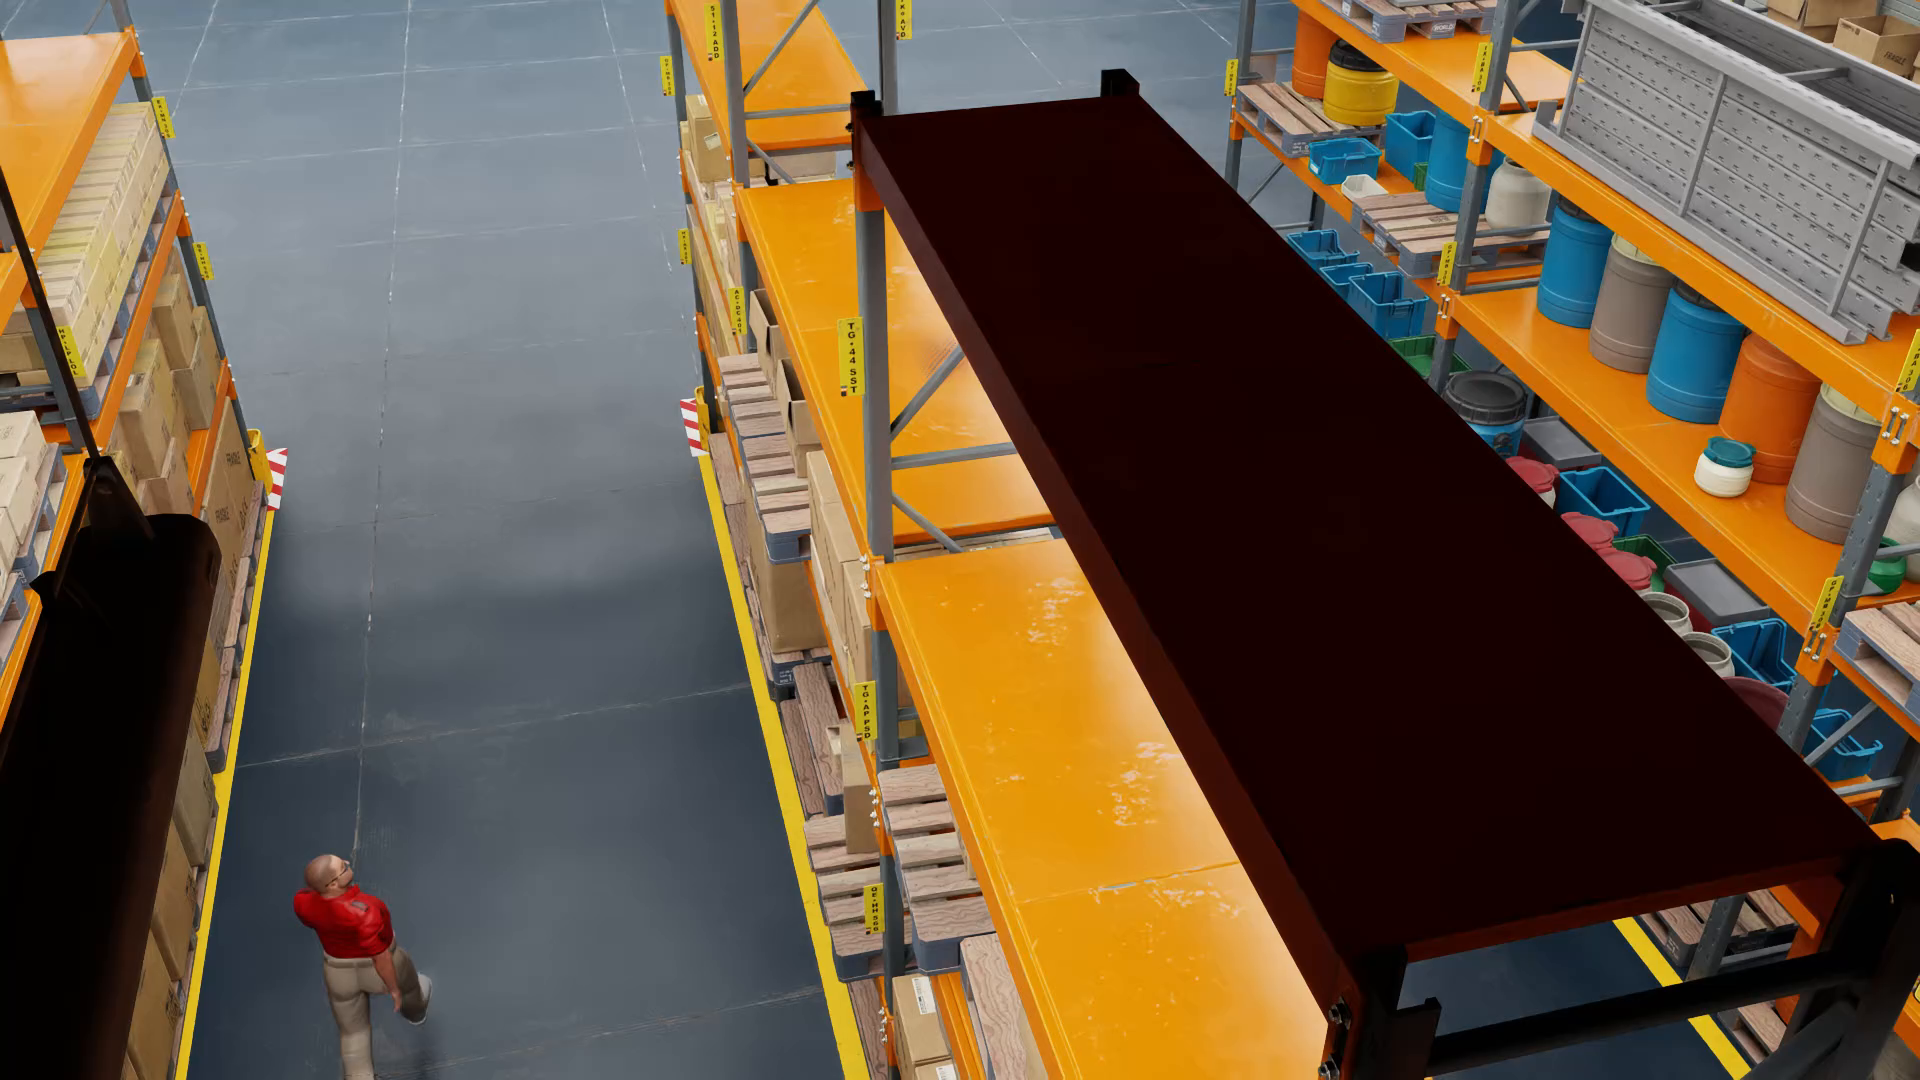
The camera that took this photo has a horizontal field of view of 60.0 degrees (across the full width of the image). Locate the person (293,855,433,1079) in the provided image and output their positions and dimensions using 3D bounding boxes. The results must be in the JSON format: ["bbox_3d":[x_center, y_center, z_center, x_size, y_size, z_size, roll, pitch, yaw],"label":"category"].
[{"bbox_3d":[-3.264,2.264,9.037,0.490,1.666,1.035,-5,35,-7],"label":"person"}]
